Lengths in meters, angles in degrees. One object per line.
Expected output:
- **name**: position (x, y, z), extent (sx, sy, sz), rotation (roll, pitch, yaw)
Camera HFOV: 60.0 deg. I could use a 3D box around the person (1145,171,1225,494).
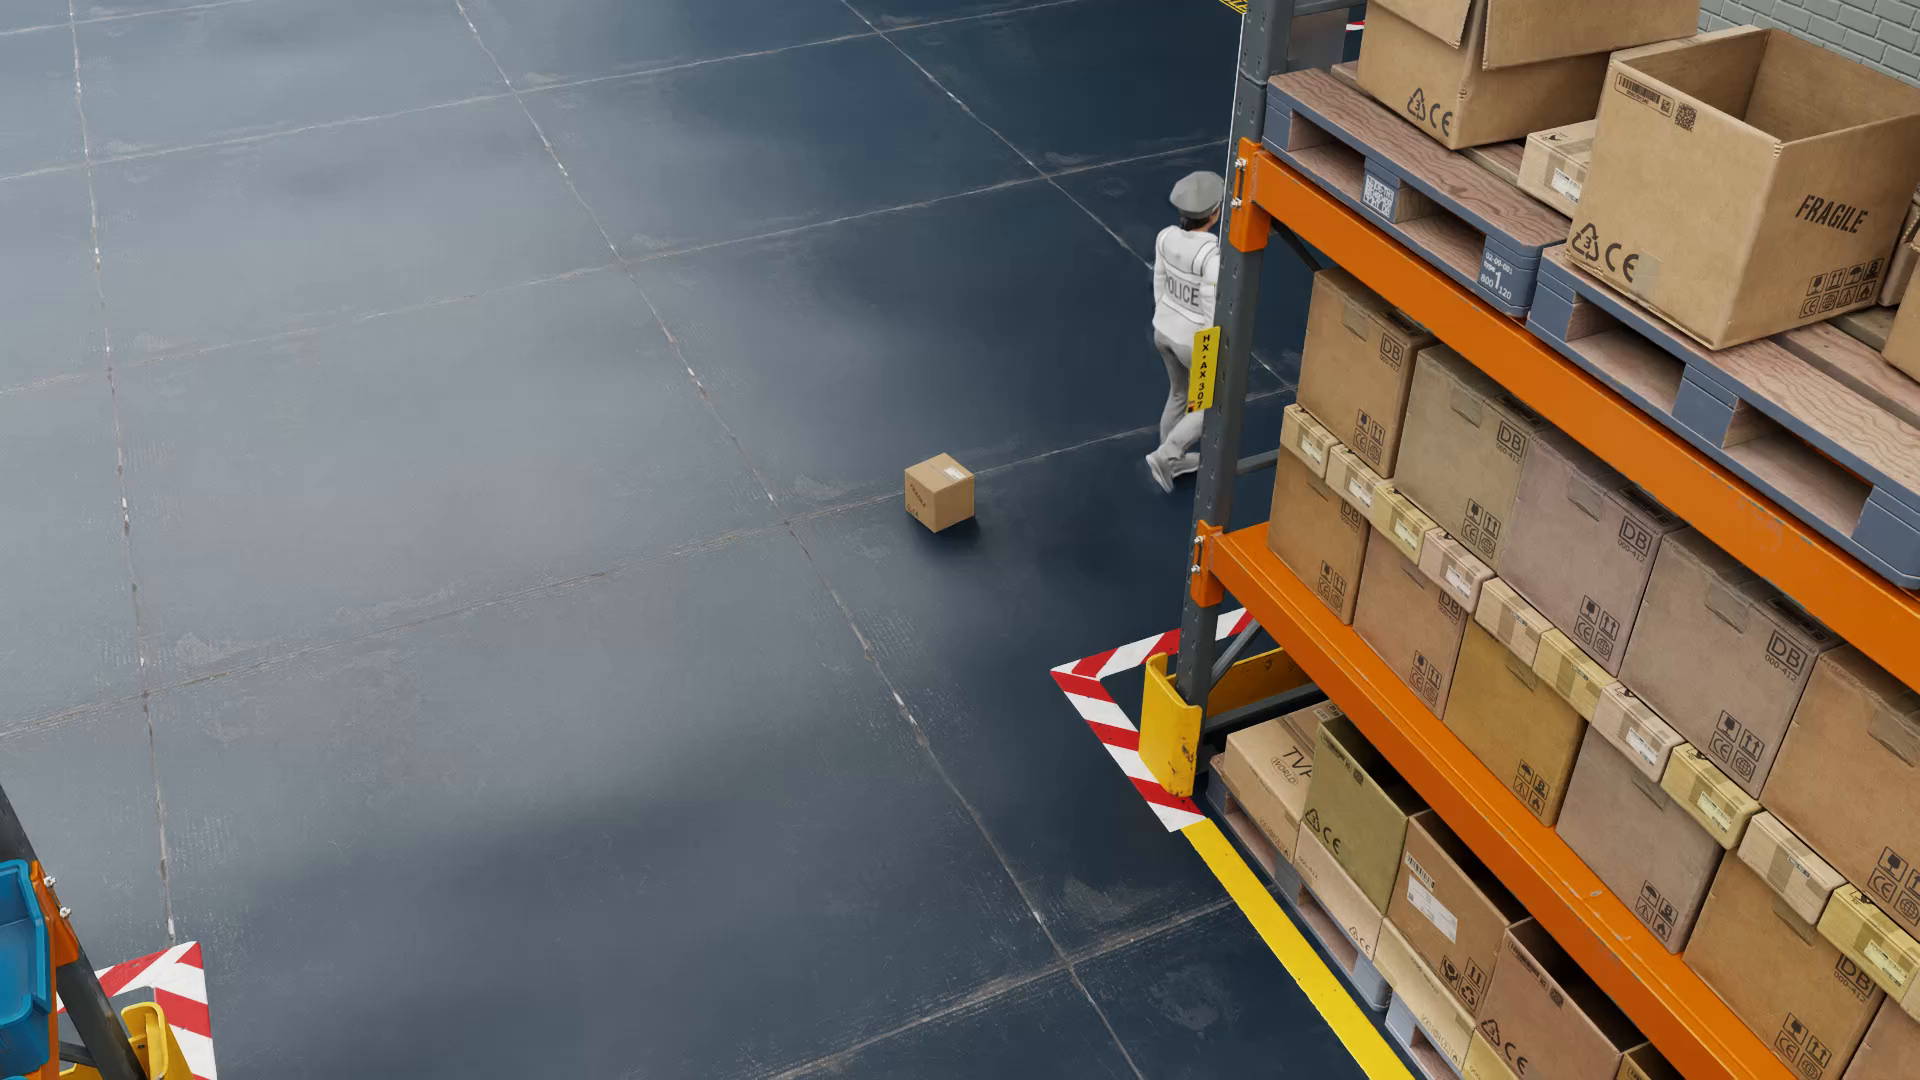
- **person**: position (1.085, -0.973, 8.056), extent (0.504, 1.677, 0.503), rotation (-23, 43, -27)
